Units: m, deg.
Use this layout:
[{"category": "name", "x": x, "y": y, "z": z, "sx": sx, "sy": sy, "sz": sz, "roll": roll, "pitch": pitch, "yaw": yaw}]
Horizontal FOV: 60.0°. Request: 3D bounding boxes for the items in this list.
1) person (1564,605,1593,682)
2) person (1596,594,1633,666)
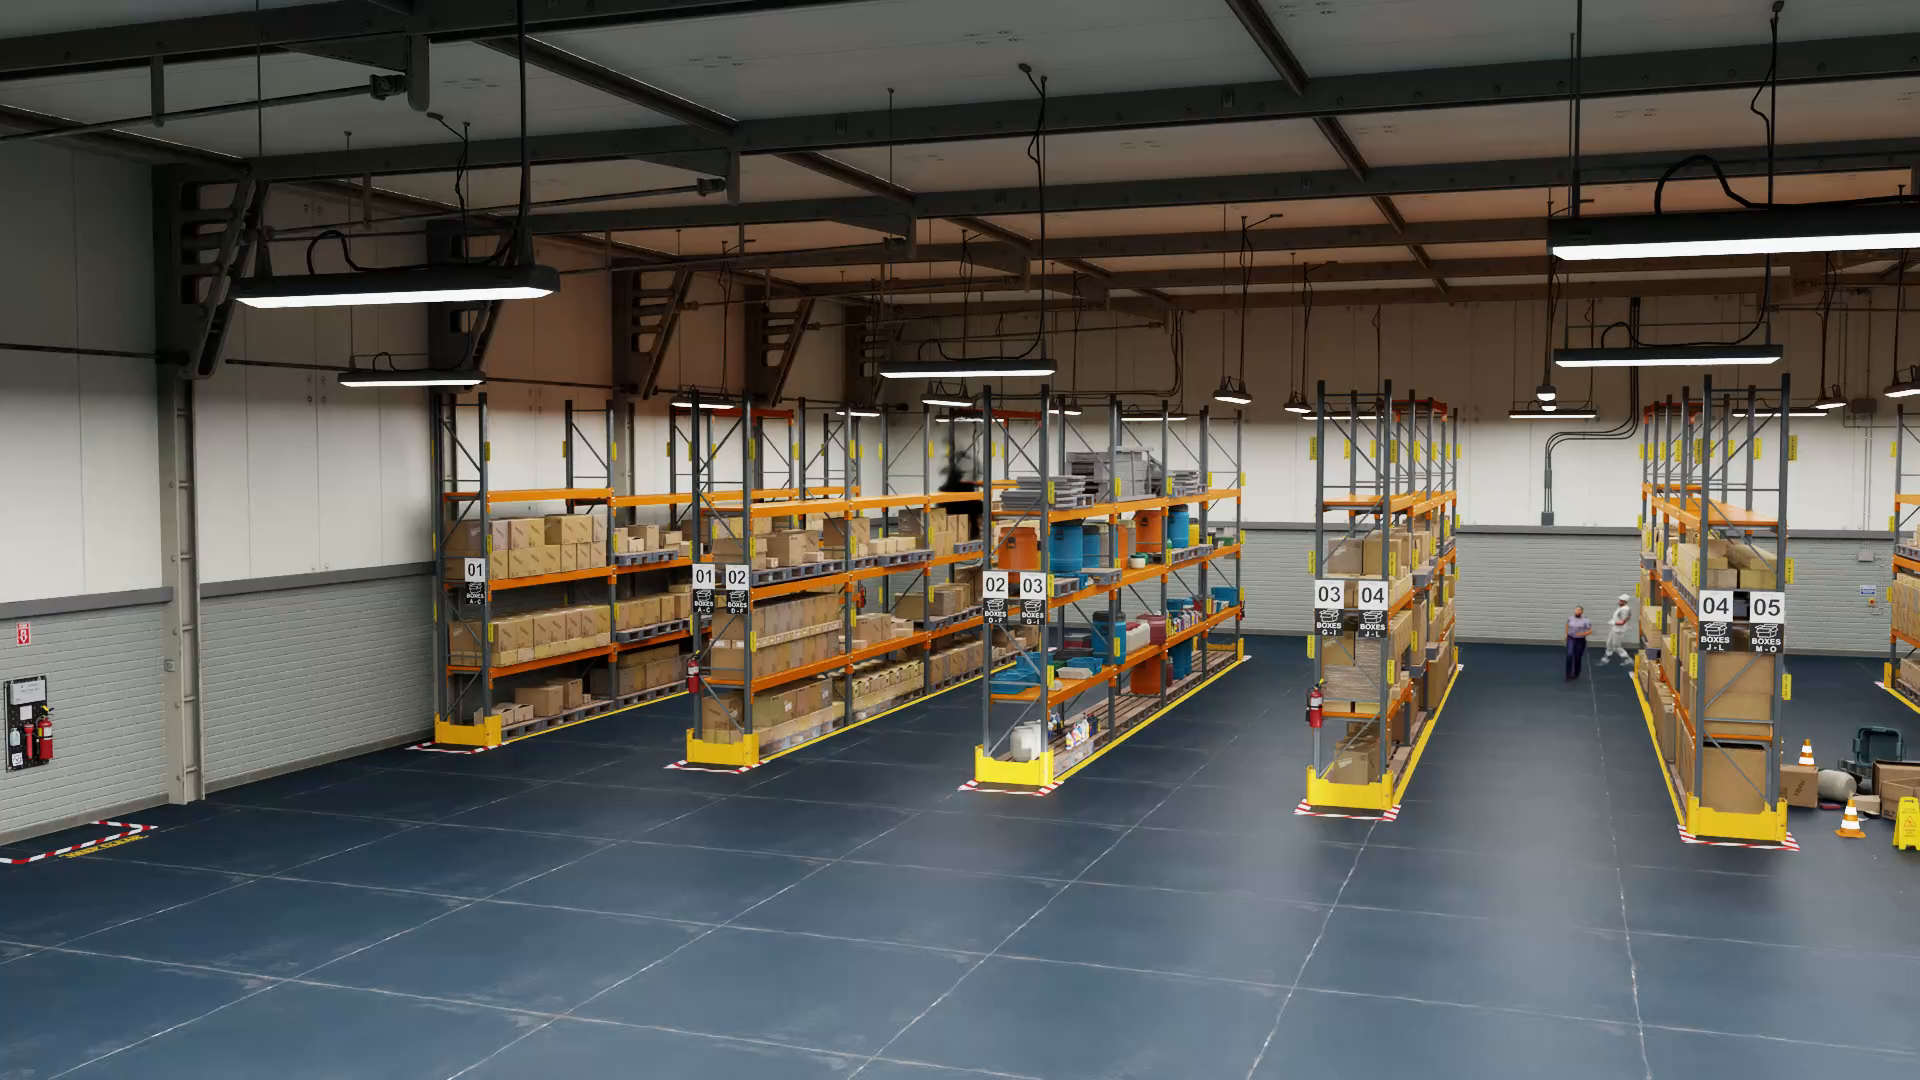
[{"category": "person", "x": 13.416, "y": 2.242, "z": 36.083, "sx": 0.587, "sy": 1.621, "sz": 0.875, "roll": 2, "pitch": 3, "yaw": 28}, {"category": "person", "x": 15.061, "y": 2.093, "z": 38.235, "sx": 0.811, "sy": 1.737, "sz": 0.773, "roll": 1, "pitch": 3, "yaw": 21}]
